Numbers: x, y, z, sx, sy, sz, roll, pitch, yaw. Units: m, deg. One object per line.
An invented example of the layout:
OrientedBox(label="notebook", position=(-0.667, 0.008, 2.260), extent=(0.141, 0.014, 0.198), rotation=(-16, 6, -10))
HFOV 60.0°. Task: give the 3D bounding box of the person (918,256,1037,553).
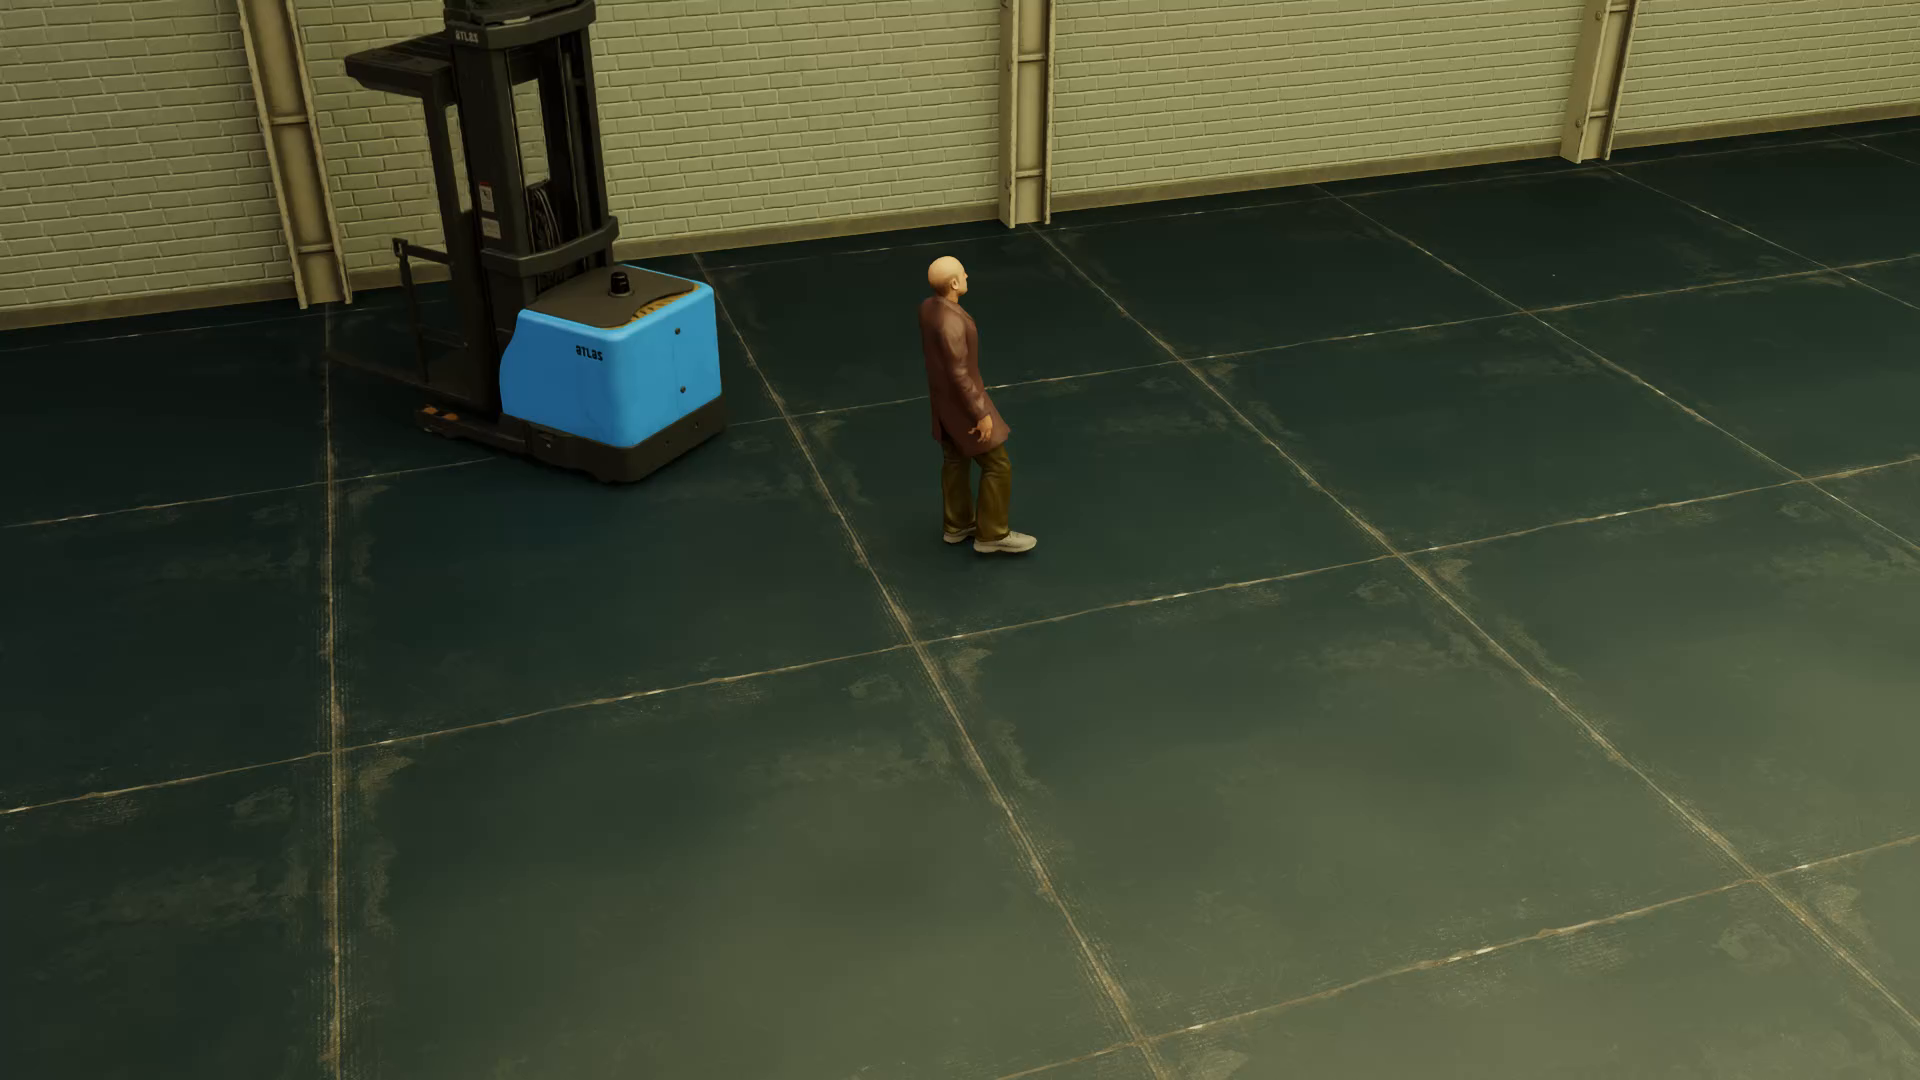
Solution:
OrientedBox(label="person", position=(0.089, -0.789, 9.602), extent=(0.580, 1.777, 0.696), rotation=(-10, 31, -16))

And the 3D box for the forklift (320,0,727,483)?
OrientedBox(label="forklift", position=(-3.107, -2.164, 10.849), extent=(3.031, 2.935, 1.130), rotation=(17, 34, 26))
